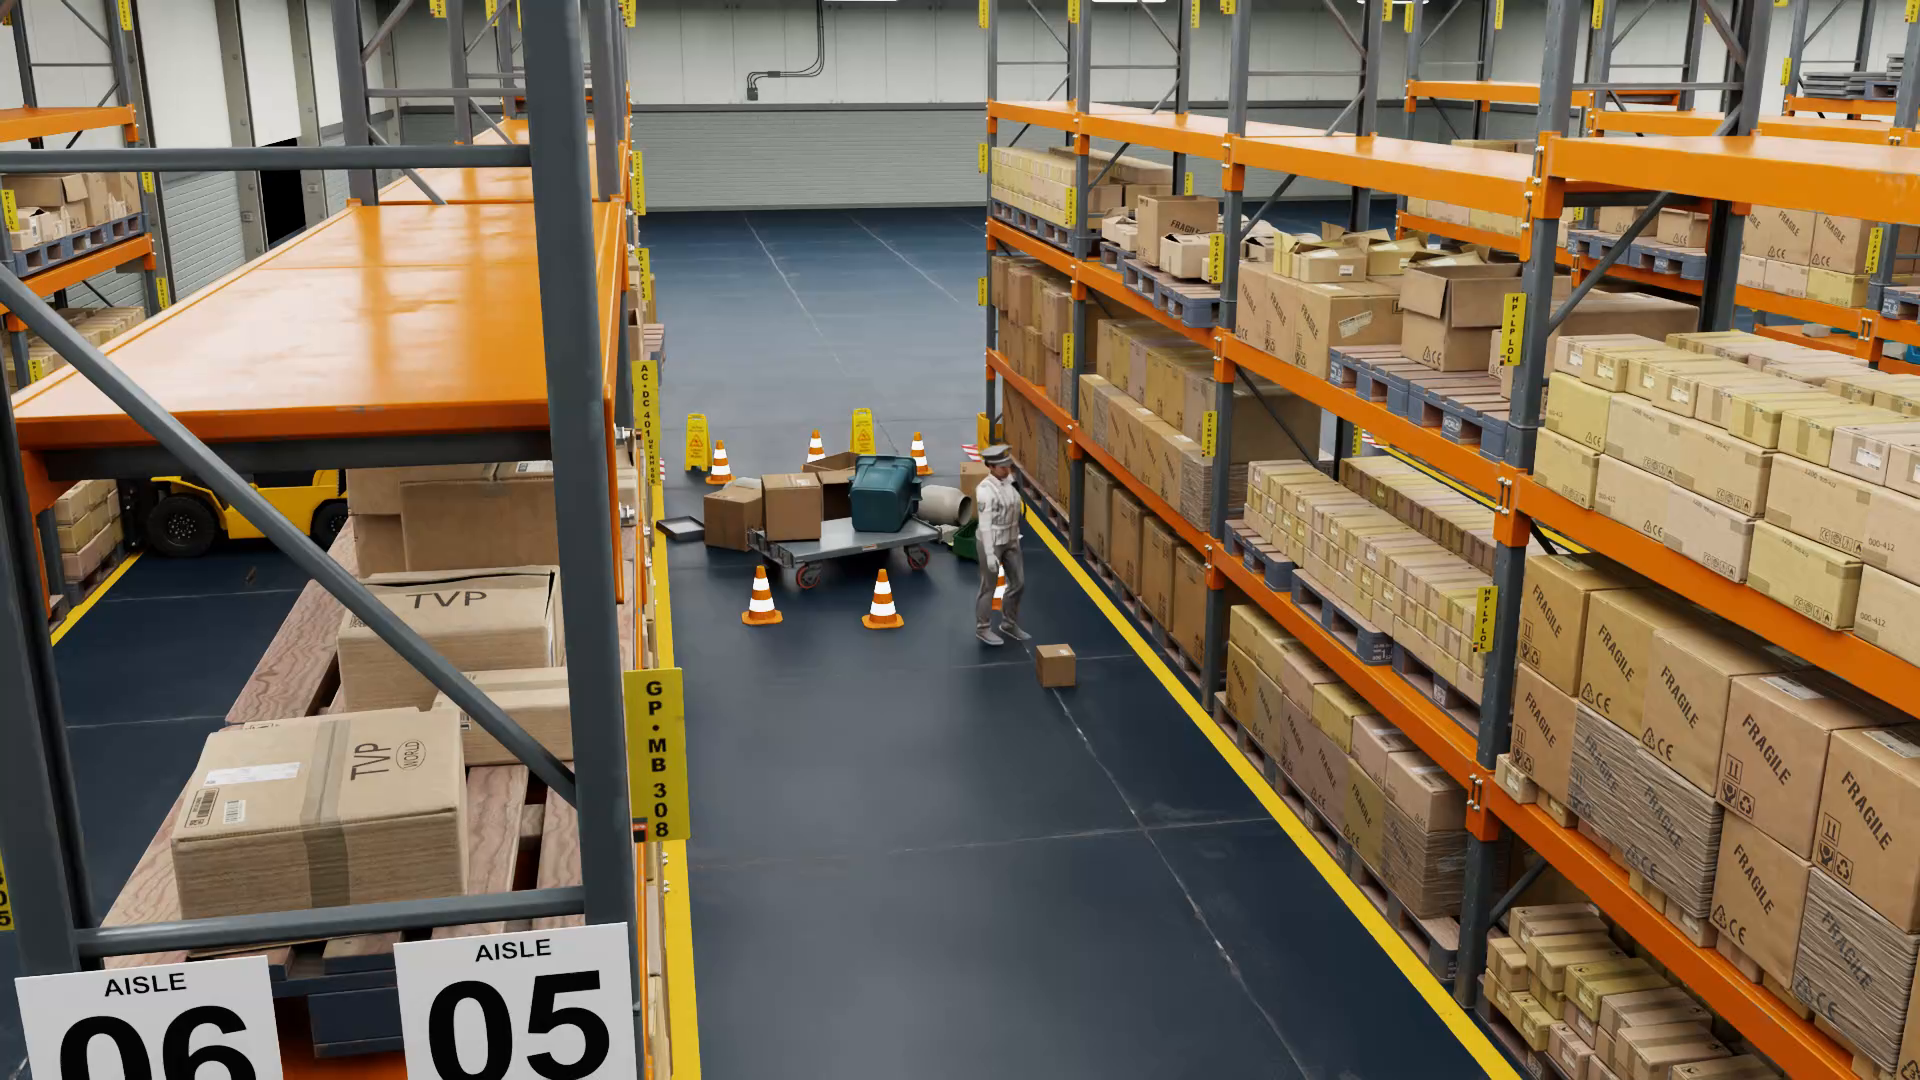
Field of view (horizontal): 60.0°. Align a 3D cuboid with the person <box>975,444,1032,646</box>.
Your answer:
[{"bbox_3d":[0.311,0.051,13.368,0.377,1.704,0.562,12,21,36],"label":"person"}]
